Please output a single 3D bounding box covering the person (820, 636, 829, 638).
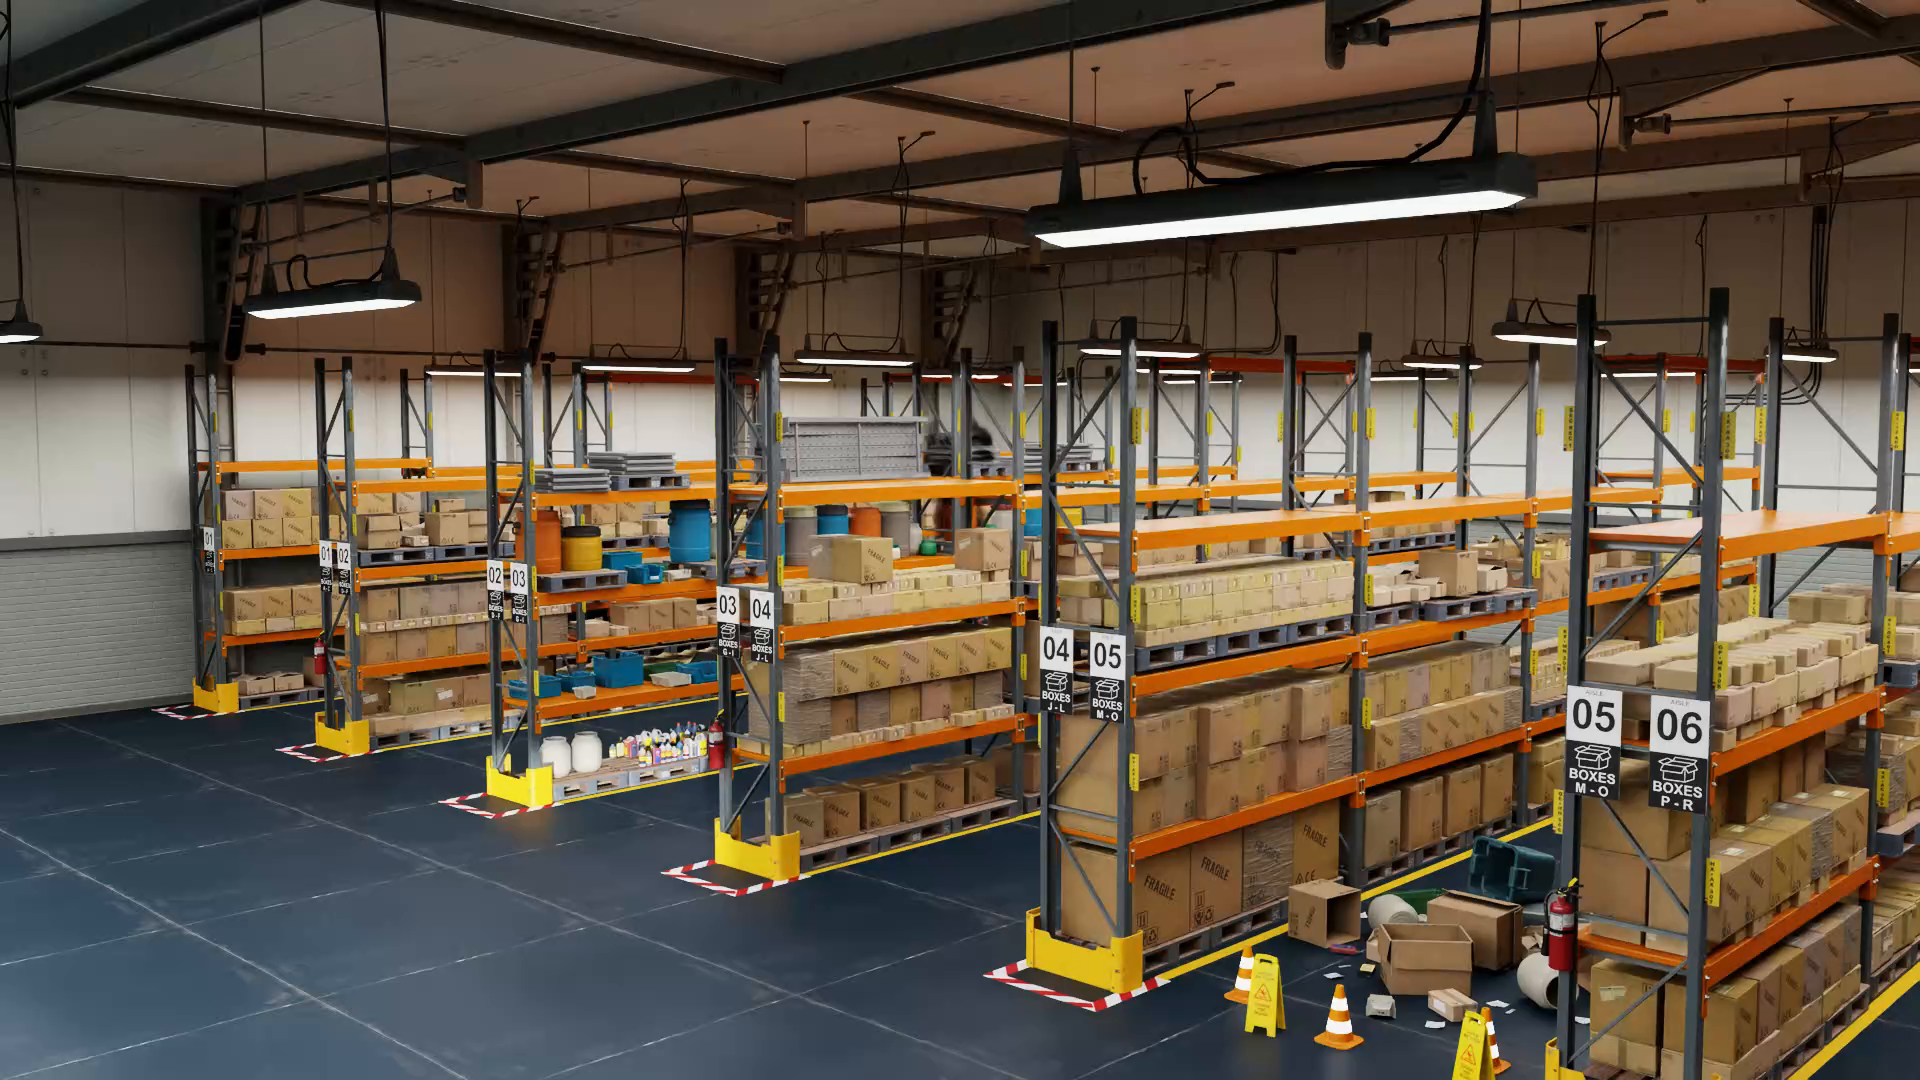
[{"bbox_3d":[-2.482,1.854,28.494,0.658,1.684,0.583,3,5,36],"label":"person"}]

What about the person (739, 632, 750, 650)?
[{"bbox_3d":[-4.518,1.751,34.378,0.515,1.554,0.627,3,5,31],"label":"person"}]
